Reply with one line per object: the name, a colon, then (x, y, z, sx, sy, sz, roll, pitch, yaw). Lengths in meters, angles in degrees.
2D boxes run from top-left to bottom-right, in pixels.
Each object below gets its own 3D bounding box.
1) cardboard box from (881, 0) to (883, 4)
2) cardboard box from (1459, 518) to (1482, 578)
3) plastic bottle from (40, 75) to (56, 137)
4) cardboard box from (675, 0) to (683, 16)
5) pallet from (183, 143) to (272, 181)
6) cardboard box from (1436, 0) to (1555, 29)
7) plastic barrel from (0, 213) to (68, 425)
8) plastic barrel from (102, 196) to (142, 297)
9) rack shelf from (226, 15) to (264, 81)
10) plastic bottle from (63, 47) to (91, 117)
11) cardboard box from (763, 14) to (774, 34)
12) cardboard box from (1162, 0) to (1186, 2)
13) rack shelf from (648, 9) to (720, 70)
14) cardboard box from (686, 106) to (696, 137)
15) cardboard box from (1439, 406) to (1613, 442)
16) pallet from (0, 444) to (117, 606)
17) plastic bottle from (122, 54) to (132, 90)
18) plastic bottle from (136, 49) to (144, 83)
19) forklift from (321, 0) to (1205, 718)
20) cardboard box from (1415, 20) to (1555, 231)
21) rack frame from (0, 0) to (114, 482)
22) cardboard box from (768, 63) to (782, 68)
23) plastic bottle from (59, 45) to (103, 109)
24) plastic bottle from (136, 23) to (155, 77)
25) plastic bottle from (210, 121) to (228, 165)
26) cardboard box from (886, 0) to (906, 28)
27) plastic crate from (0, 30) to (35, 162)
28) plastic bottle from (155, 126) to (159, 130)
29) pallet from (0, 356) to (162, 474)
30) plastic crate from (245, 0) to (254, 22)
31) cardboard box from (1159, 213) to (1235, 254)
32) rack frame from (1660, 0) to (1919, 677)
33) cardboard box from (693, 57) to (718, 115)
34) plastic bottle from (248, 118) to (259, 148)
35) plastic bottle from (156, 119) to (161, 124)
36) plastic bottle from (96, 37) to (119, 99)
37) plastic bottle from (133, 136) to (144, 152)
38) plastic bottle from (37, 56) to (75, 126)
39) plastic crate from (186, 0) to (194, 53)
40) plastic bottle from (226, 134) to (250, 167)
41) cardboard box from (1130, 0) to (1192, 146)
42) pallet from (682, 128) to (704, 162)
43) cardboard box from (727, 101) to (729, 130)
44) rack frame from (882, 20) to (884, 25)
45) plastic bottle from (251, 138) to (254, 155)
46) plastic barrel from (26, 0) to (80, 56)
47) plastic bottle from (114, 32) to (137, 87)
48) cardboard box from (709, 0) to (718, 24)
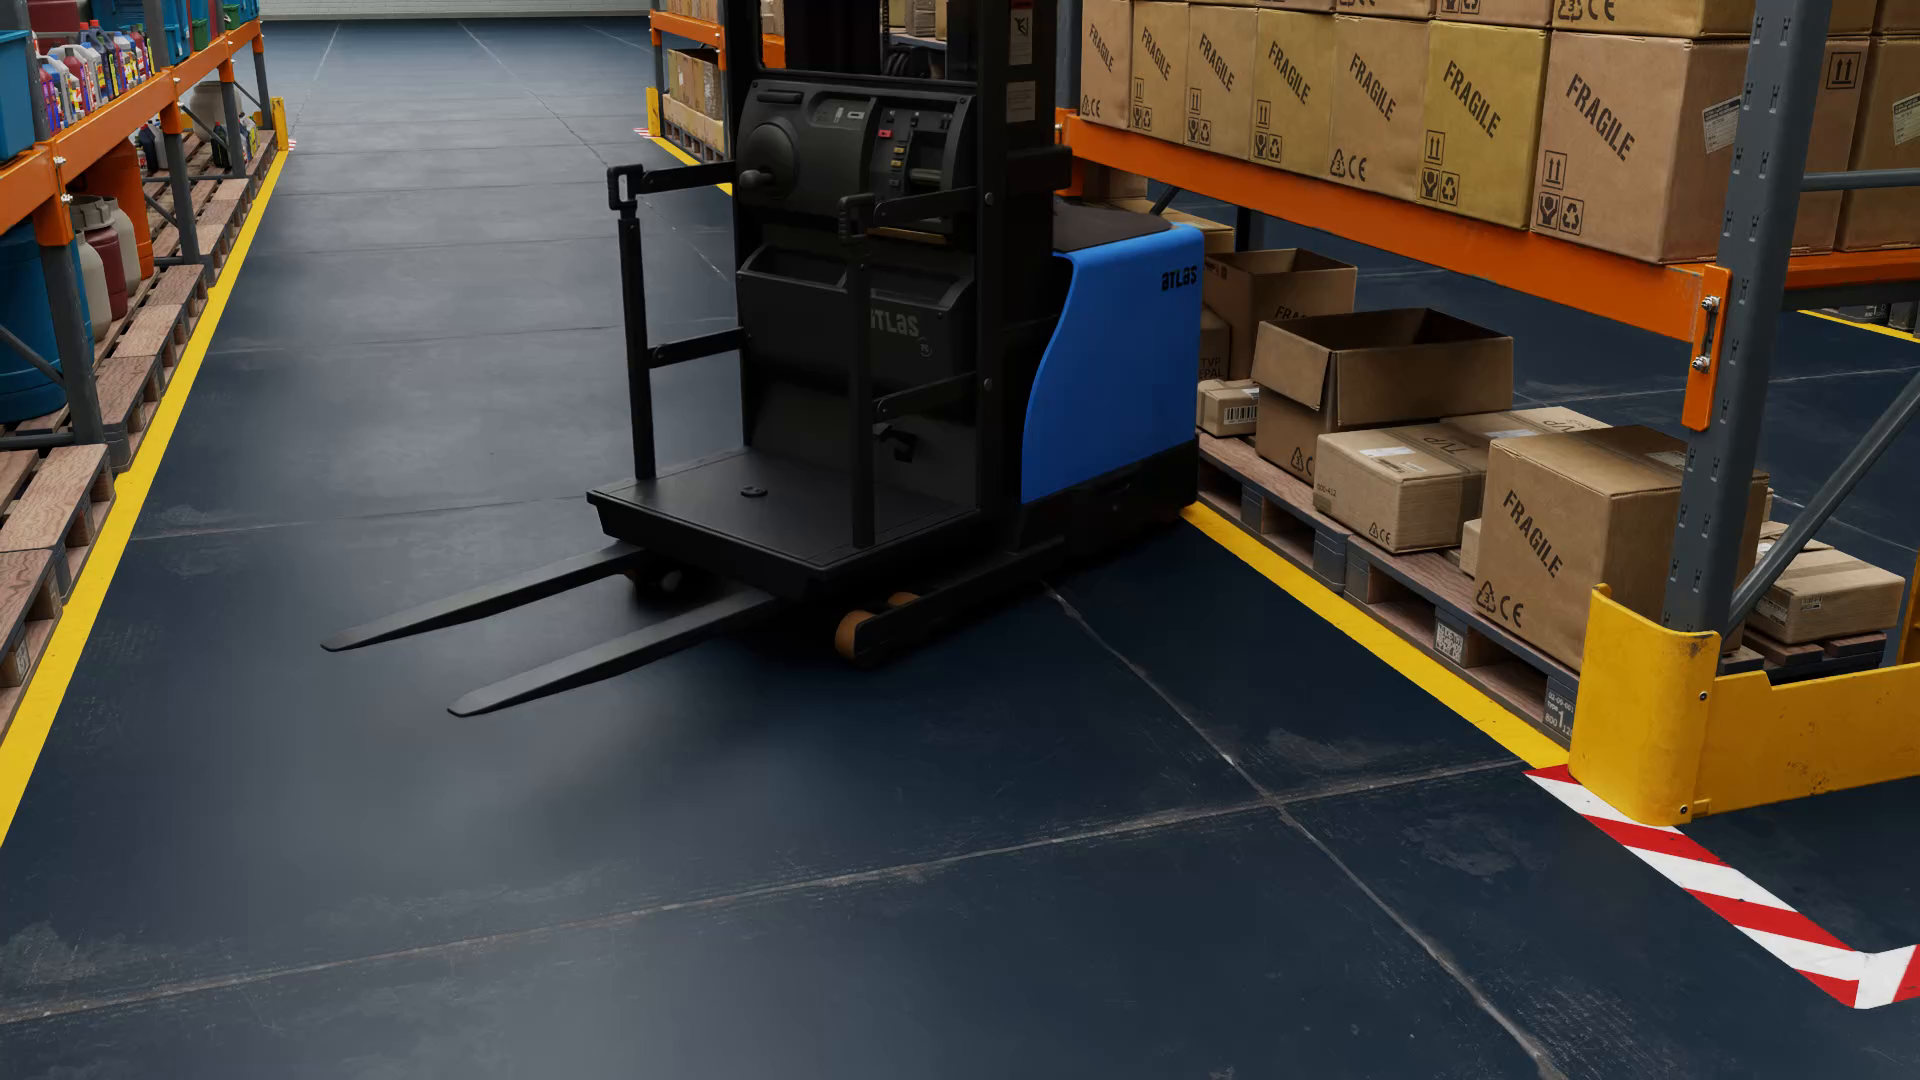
cardboard box: (-0.887, -3.960, 12.356, 0.500, 0.500, 0.500, -8, 21, -20)
cardboard box: (1.723, 0.030, 4.937, 0.380, 0.166, 0.250, -6, 21, -17)
plastic bottle: (-3.501, -1.676, 6.317, 0.061, 0.283, 0.133, -6, 21, -17)
cardboard box: (-2.555, -5.671, 17.121, 0.700, 0.500, 0.500, -6, 21, -16)
pallet: (-6.864, -3.434, 15.166, 1.003, 0.211, 1.213, -6, 21, -17)
cardboard box: (1.609, -1.602, 4.313, 0.500, 0.500, 0.500, -6, 21, -16)
plastic barrel: (-3.946, -0.954, 6.618, 0.600, 0.901, 0.708, -6, 21, -17)
plastic barrel: (-4.616, -1.551, 8.856, 0.421, 0.512, 0.421, 0, 20, 0)
rack shelf: (-6.934, -4.438, 14.899, 1.077, 0.370, 4.000, -6, 21, -17)
plastic bottle: (-3.780, -1.961, 7.110, 0.061, 0.283, 0.133, -6, 21, -17)
cardboard box: (-1.517, -4.235, 13.643, 0.380, 0.149, 0.250, -6, 21, -17)
cardboard box: (0.956, -2.264, 6.154, 0.500, 0.500, 0.500, -7, 21, -19)
rack shelf: (-2.230, -4.963, 16.361, 1.077, 0.370, 4.000, -6, 21, -17)
cardboard box: (-2.432, -4.170, 16.534, 0.500, 0.250, 0.500, -6, 21, -17)
cardboard box: (1.954, -0.247, 5.585, 0.500, 0.250, 0.500, -6, 21, -17)
pallet: (-3.523, -0.023, 5.669, 1.003, 0.211, 1.213, -6, 21, -17)
plastic bottle: (-4.241, -2.373, 8.379, 0.097, 0.201, 0.097, 0, 20, 0)
plastic bottle: (-4.394, -2.529, 8.813, 0.097, 0.201, 0.097, 0, 20, 0)
forklift: (-0.476, -1.199, 4.920, 1.130, 2.935, 3.031, 16, 25, 38)
cardboard box: (1.604, -1.137, 4.496, 0.500, 0.500, 0.500, -6, 21, -17)
rack frame: (-3.791, -1.567, 5.843, 1.000, 3.000, 0.127, -6, 21, -17)
cardboard box: (-1.450, -4.098, 15.226, 0.500, 0.500, 0.500, -6, 21, -17)
plastic bottle: (-3.938, -2.070, 7.425, 0.152, 0.276, 0.135, -6, 21, -17)
plastic bottle: (-4.516, -2.712, 9.201, 0.061, 0.283, 0.133, -6, 21, -17)
plastic bottle: (-6.302, -3.383, 14.165, 0.144, 0.351, 0.185, -6, 21, -17)
cardboard box: (-0.040, -3.431, 10.261, 0.700, 0.500, 0.500, -15, 24, -35)
plastic crate: (-3.320, -1.475, 5.519, 0.392, 0.384, 0.575, -6, 21, -17)
plastic bottle: (-6.990, -3.454, 14.473, 0.152, 0.276, 0.135, -6, 21, -16)
pallet: (-3.994, -0.507, 7.016, 1.003, 0.211, 1.213, -6, 21, -17)
plastic crate: (-6.922, -5.010, 15.649, 0.499, 0.251, 0.408, -6, 21, -17)
cardboard box: (0.992, -1.304, 8.157, 0.500, 0.500, 0.500, -7, 21, -20)
rack frame: (2.170, -0.809, 3.731, 1.000, 3.000, 0.127, -6, 21, -17)
cardboard box: (-2.262, -4.364, 15.965, 0.500, 0.500, 0.500, -6, 21, -17)
plastic bottle: (-6.516, -3.717, 15.206, 0.152, 0.276, 0.135, -6, 21, -17)
plastic bottle: (-7.235, -3.657, 15.029, 0.061, 0.283, 0.133, -6, 21, -16)
plastic bottle: (-4.057, -2.243, 7.896, 0.061, 0.283, 0.133, -6, 21, -17)
plastic bottle: (-6.770, -3.183, 13.708, 0.061, 0.283, 0.133, -5, 20, -14)
plastic bottle: (-3.690, -1.815, 6.717, 0.152, 0.276, 0.135, -6, 21, -17)
plastic crate: (-5.265, -3.432, 10.940, 0.402, 0.464, 0.583, -6, 21, -17)
plastic bottle: (-6.117, -3.310, 14.072, 0.152, 0.276, 0.135, -6, 21, -15)
cardboard box: (0.978, -1.783, 6.295, 0.500, 0.500, 0.500, -6, 21, -16)
pallet: (-2.199, -3.999, 16.739, 1.003, 0.211, 1.213, -6, 21, -17)
cardboard box: (-1.708, -3.668, 14.308, 0.500, 0.311, 0.500, -6, 21, -17)
rack frame: (-0.344, -3.376, 10.879, 1.000, 3.000, 0.127, -6, 21, -17)
plastic bottle: (-6.291, -3.482, 14.662, 0.097, 0.201, 0.097, 0, 20, 0)
plastic barrel: (-5.481, -3.032, 9.719, 0.600, 0.536, 0.708, -6, 21, -17)
plastic bottle: (-4.302, -2.468, 8.541, 0.097, 0.271, 0.097, 0, 20, 0)
cardboard box: (-1.919, -5.017, 15.299, 0.700, 0.500, 0.500, -7, 21, -18)
